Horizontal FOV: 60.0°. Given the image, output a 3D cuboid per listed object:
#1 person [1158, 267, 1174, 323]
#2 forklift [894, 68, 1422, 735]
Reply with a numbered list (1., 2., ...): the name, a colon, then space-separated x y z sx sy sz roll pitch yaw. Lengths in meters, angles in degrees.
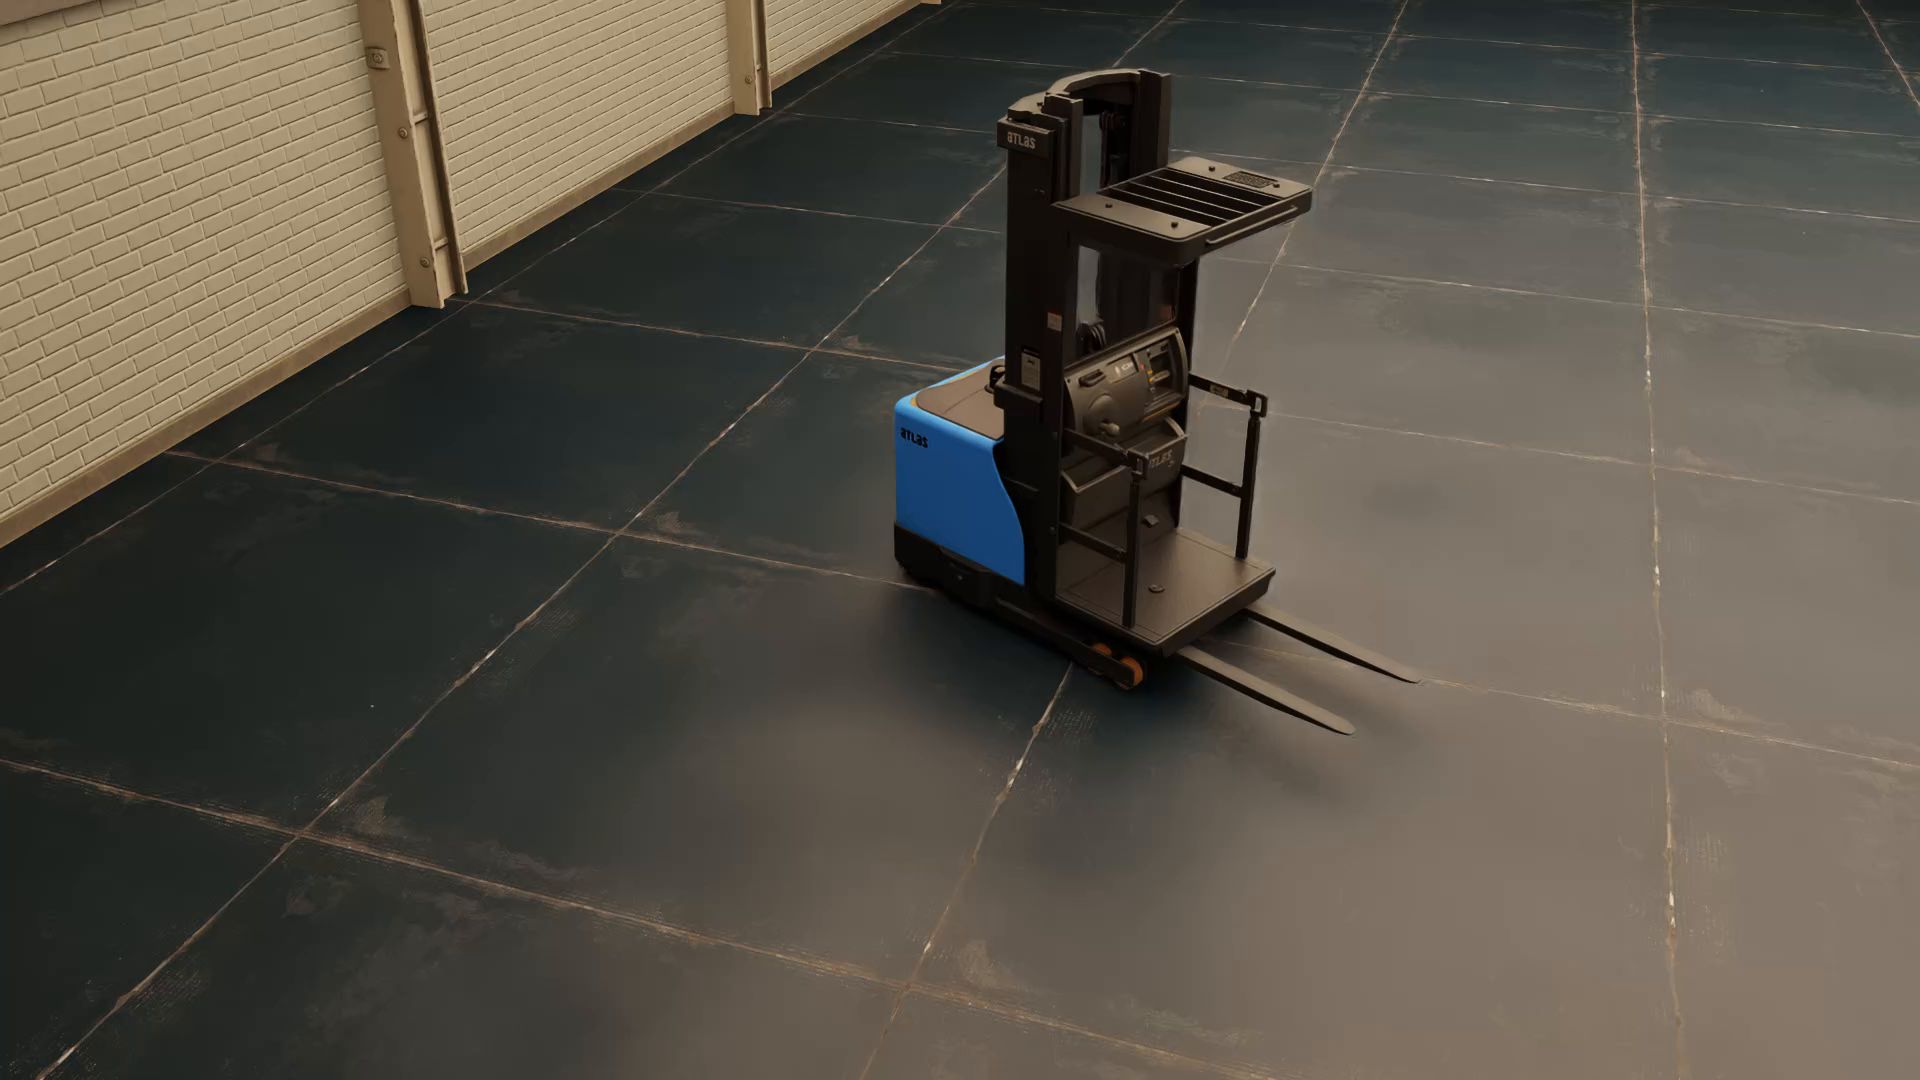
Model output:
1. person: 1.336 -1.679 11.429 0.551 1.653 0.936 4 30 8
2. forklift: 1.023 -0.782 8.509 3.031 2.935 1.130 26 38 37
